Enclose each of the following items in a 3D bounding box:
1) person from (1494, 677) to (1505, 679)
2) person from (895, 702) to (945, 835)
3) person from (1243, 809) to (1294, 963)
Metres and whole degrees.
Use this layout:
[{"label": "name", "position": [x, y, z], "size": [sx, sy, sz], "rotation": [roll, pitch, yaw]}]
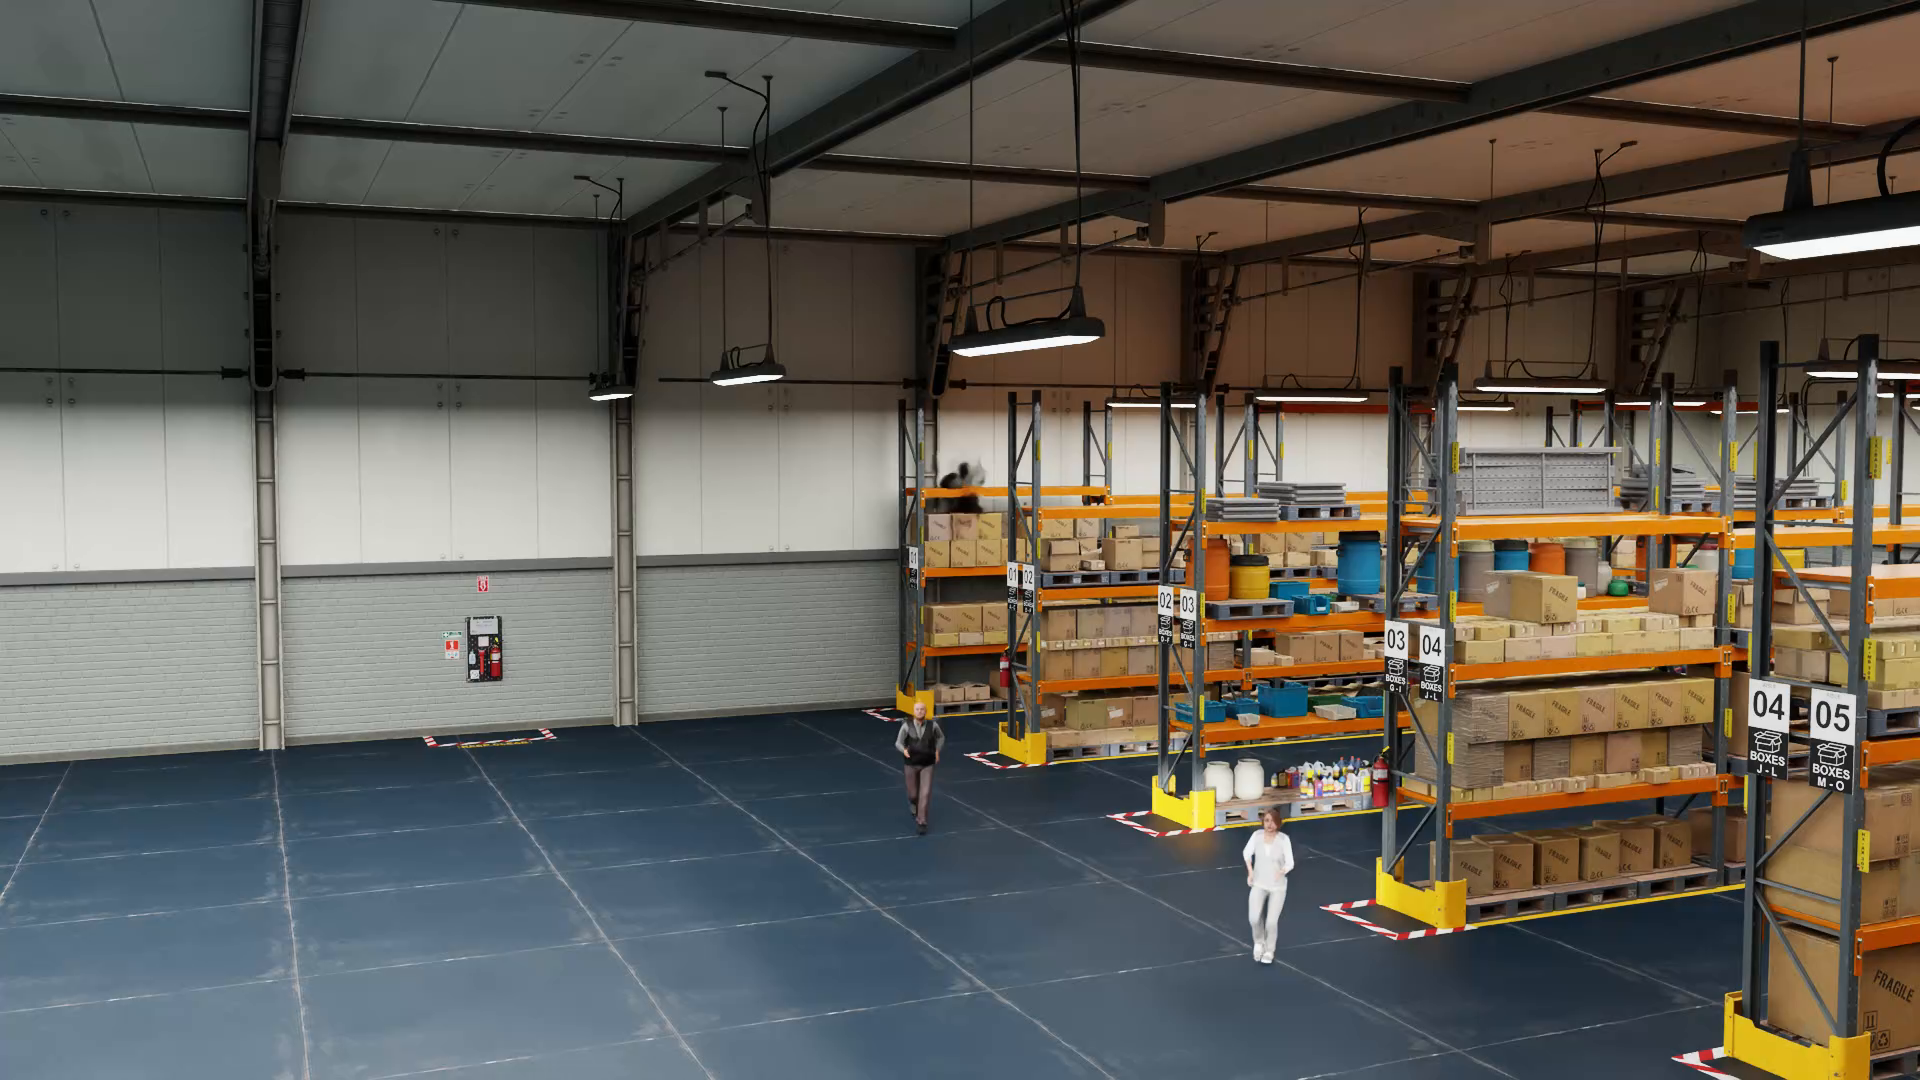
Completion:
[{"label": "person", "position": [9.058, 2.732, 28.047], "size": [0.774, 1.595, 0.563], "rotation": [-2, 4, -29]}, {"label": "person", "position": [-0.527, 3.006, 22.125], "size": [0.663, 1.701, 0.926], "rotation": [0, 3, -2]}, {"label": "person", "position": [3.013, 3.414, 16.323], "size": [0.512, 1.556, 0.581], "rotation": [1, 3, 17]}]
